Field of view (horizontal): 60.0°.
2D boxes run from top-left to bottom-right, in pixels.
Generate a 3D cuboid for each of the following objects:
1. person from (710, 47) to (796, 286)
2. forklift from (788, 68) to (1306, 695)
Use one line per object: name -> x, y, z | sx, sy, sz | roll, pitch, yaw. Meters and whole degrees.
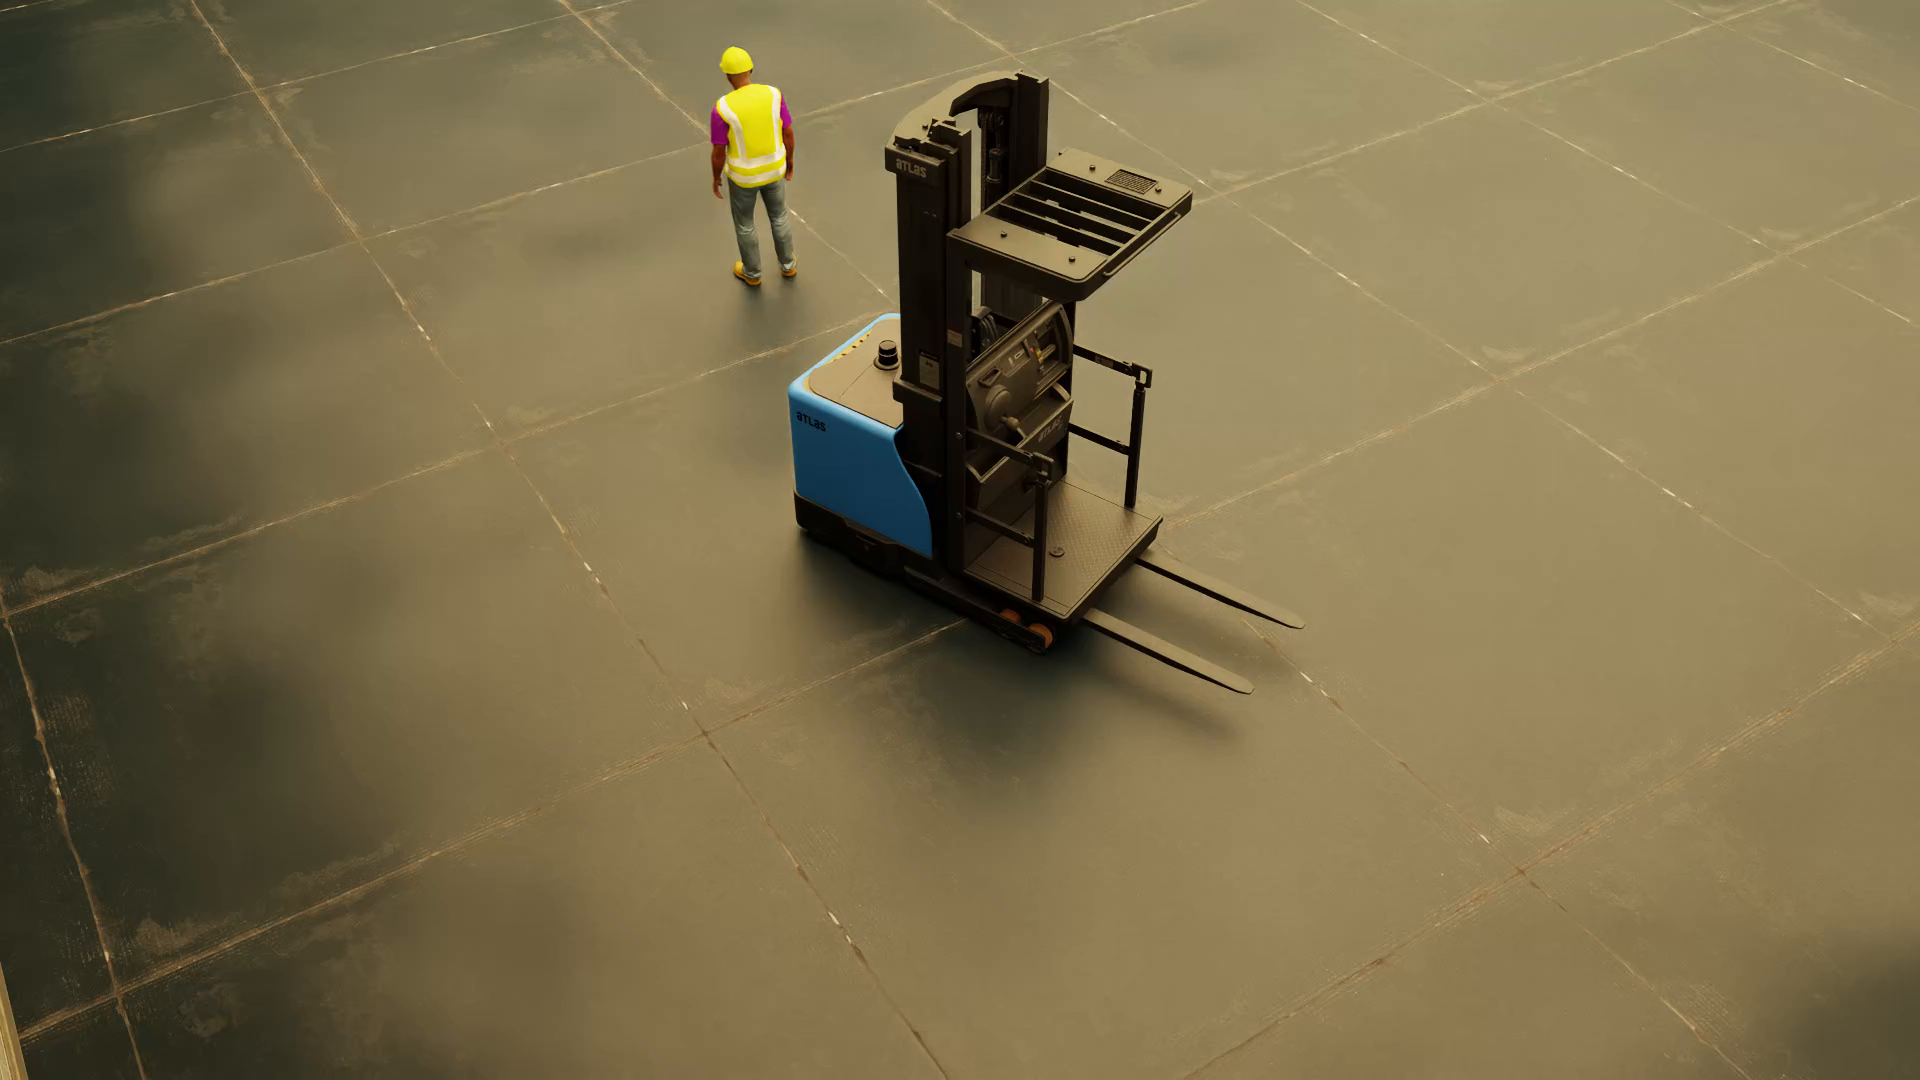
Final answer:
person -> -1.465, -2.630, 11.774 | 0.634, 1.759, 0.461 | -19, 45, -21
forklift -> 0.496, -0.872, 8.869 | 3.031, 2.935, 1.130 | 25, 47, 26
